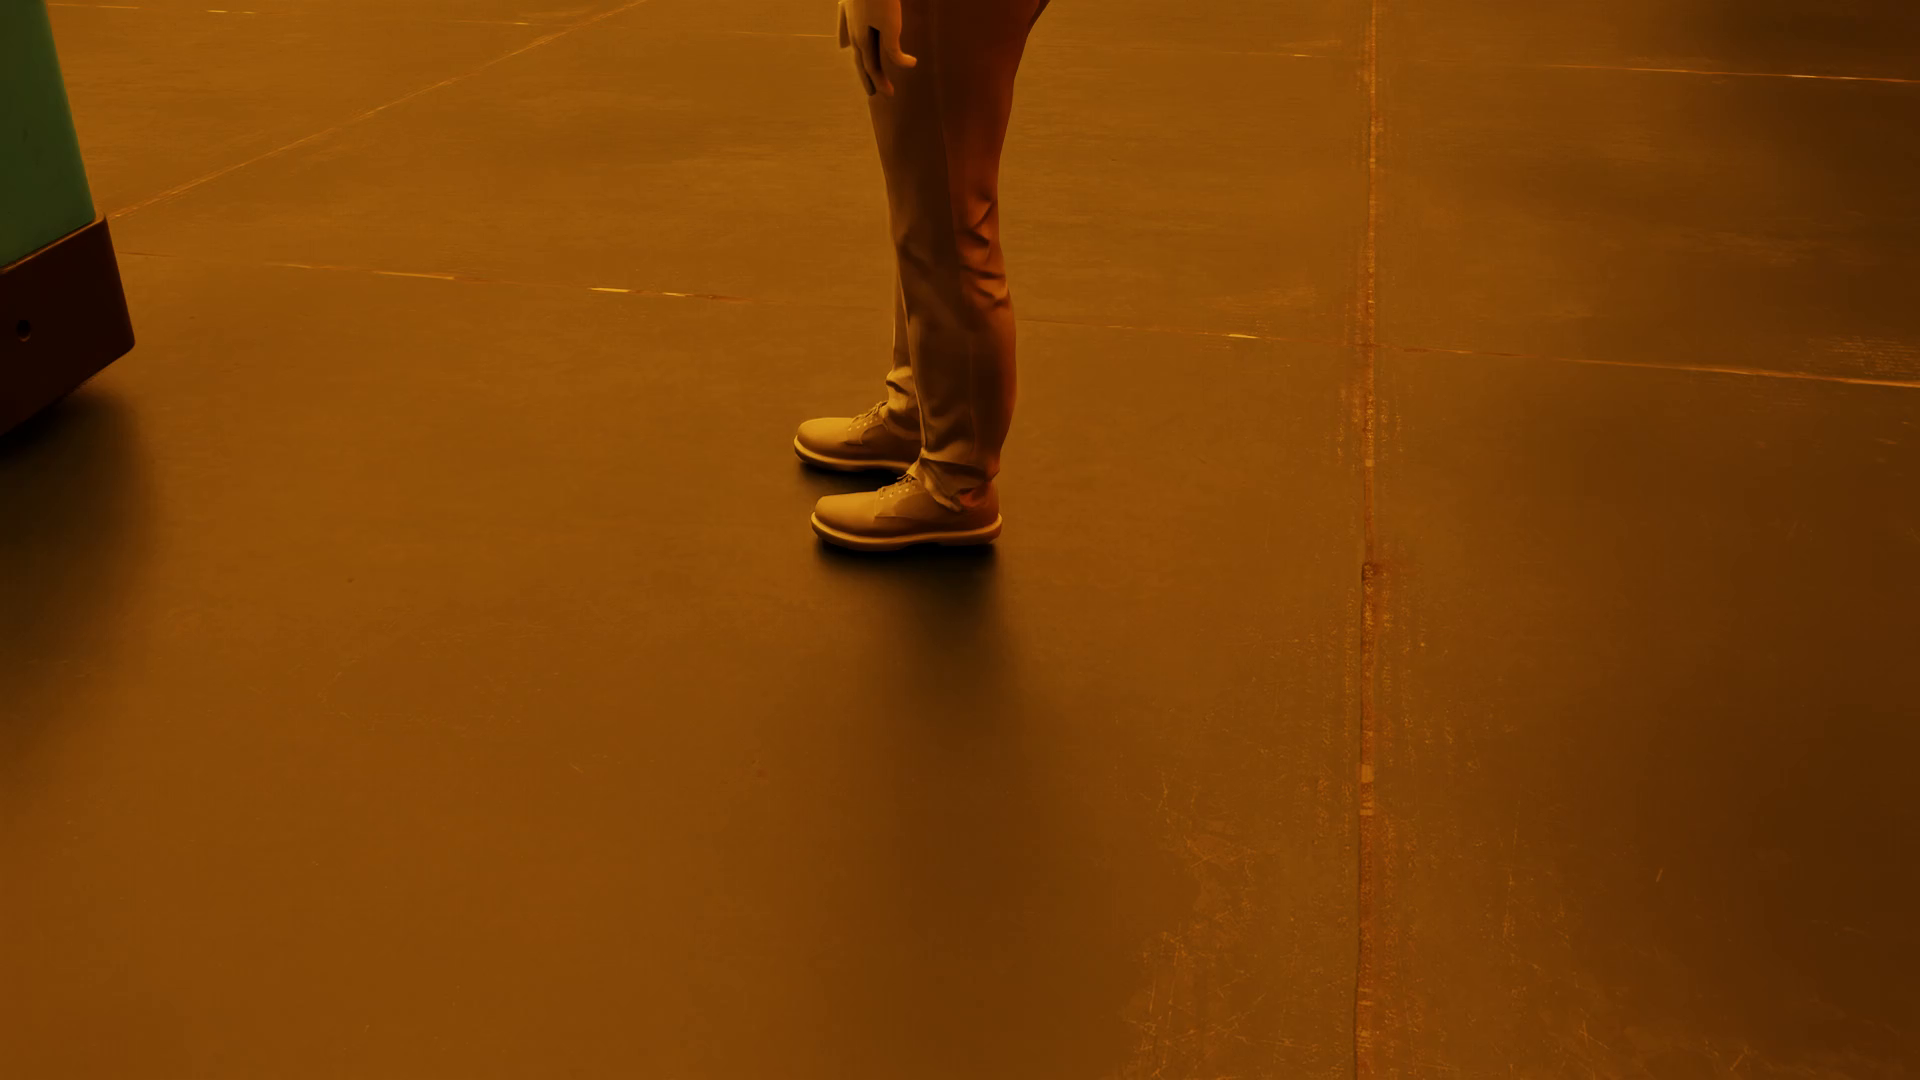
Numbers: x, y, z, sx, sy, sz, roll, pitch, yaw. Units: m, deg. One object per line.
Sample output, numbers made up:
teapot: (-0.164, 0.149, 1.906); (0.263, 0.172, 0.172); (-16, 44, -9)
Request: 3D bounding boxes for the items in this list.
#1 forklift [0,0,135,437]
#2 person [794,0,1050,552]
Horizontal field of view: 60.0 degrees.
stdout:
forklift: (-3.050, -1.449, 2.118); (3.031, 2.935, 1.130); (2, 27, 4)
person: (-0.065, -0.773, 2.134); (0.531, 1.695, 0.587); (6, 27, 11)
